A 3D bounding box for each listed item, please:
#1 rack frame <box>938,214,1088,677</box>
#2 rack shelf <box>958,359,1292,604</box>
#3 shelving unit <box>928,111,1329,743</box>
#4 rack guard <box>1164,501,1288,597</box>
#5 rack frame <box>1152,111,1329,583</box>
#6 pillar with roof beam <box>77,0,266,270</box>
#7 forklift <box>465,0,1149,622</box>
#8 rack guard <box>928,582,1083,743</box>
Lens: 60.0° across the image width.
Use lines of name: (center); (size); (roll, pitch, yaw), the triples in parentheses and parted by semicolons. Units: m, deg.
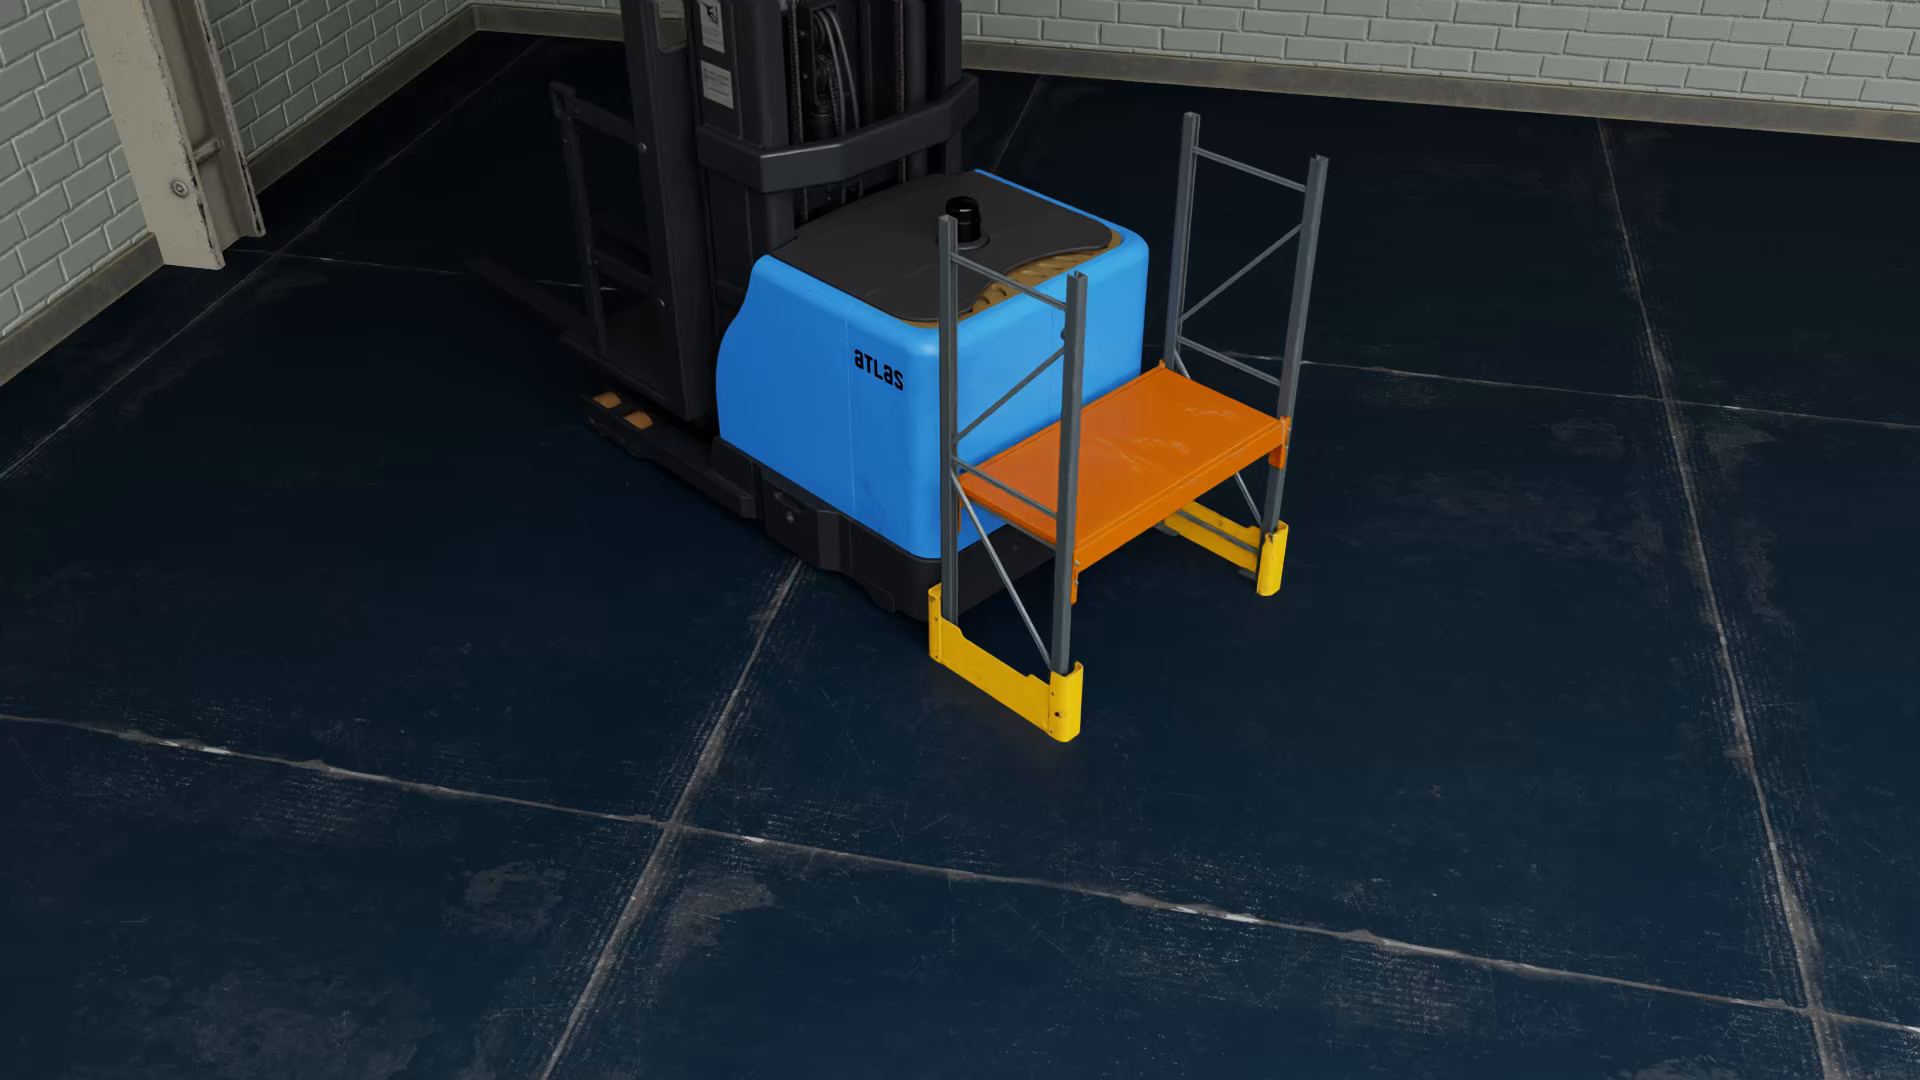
rack frame: (0.129, -0.141, 4.666); (0.032, 1.500, 0.500); (-30, 46, -35)
rack shelf: (0.489, -0.206, 5.062); (1.000, 0.185, 0.538); (-30, 46, -35)
shelving unit: (0.483, -0.348, 4.952); (1.083, 1.500, 0.587); (-30, 46, -35)
rack guard: (0.836, -0.048, 5.603); (0.087, 0.250, 0.587); (-30, 46, -35)
rack frame: (0.850, -0.562, 5.247); (0.032, 1.500, 0.500); (-30, 46, -35)
pillar with roof beam: (0.795, -4.441, 4.209); (9.100, 9.000, 0.400); (7, 37, 10)
forklift: (-0.780, -1.687, 5.581); (1.130, 2.935, 3.031); (-30, 46, -35)
rack guard: (0.130, 0.365, 5.034); (0.087, 0.250, 0.587); (-30, 46, -35)
